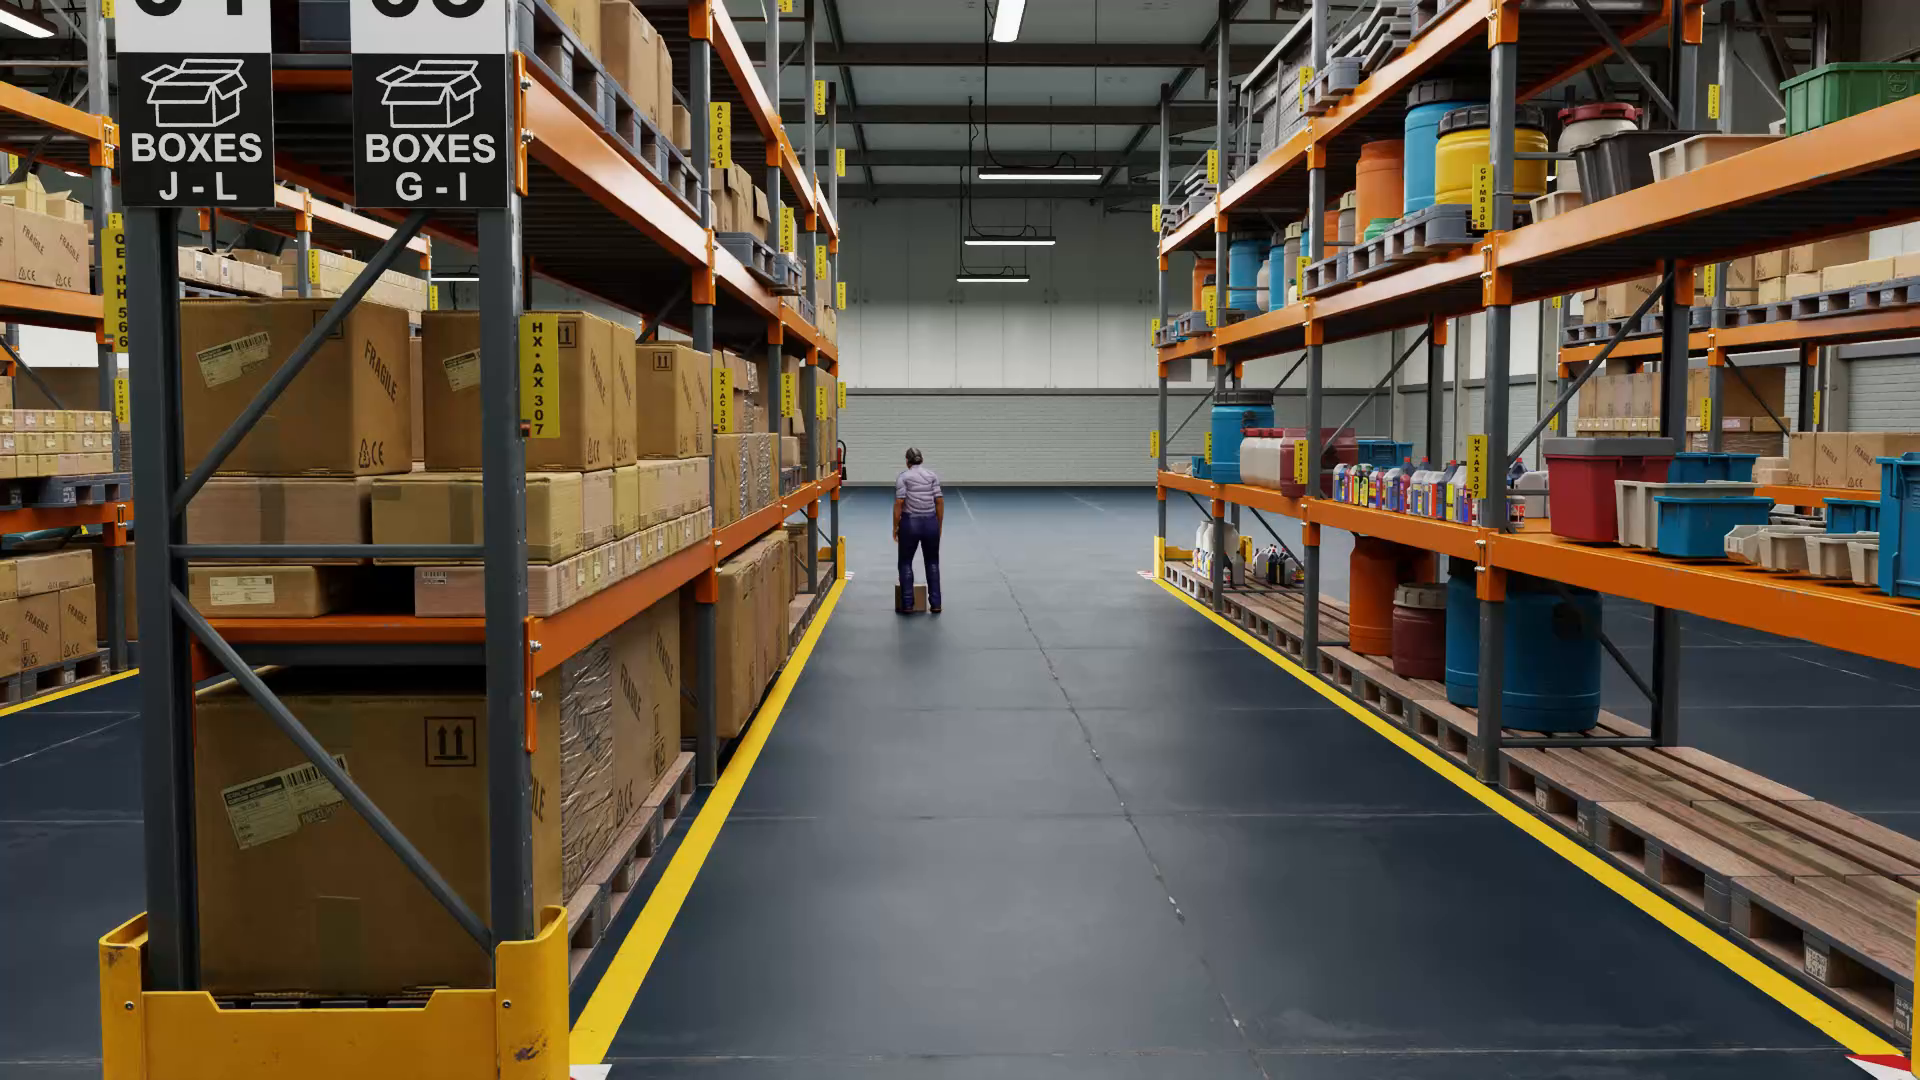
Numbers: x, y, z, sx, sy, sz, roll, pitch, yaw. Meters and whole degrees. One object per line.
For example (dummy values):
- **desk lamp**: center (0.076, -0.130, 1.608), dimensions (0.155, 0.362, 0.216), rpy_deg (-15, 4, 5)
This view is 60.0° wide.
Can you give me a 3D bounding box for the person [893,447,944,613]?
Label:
- **person**: center (-0.411, -0.101, 16.556), dimensions (0.544, 1.651, 0.369), rpy_deg (-1, 4, -20)
